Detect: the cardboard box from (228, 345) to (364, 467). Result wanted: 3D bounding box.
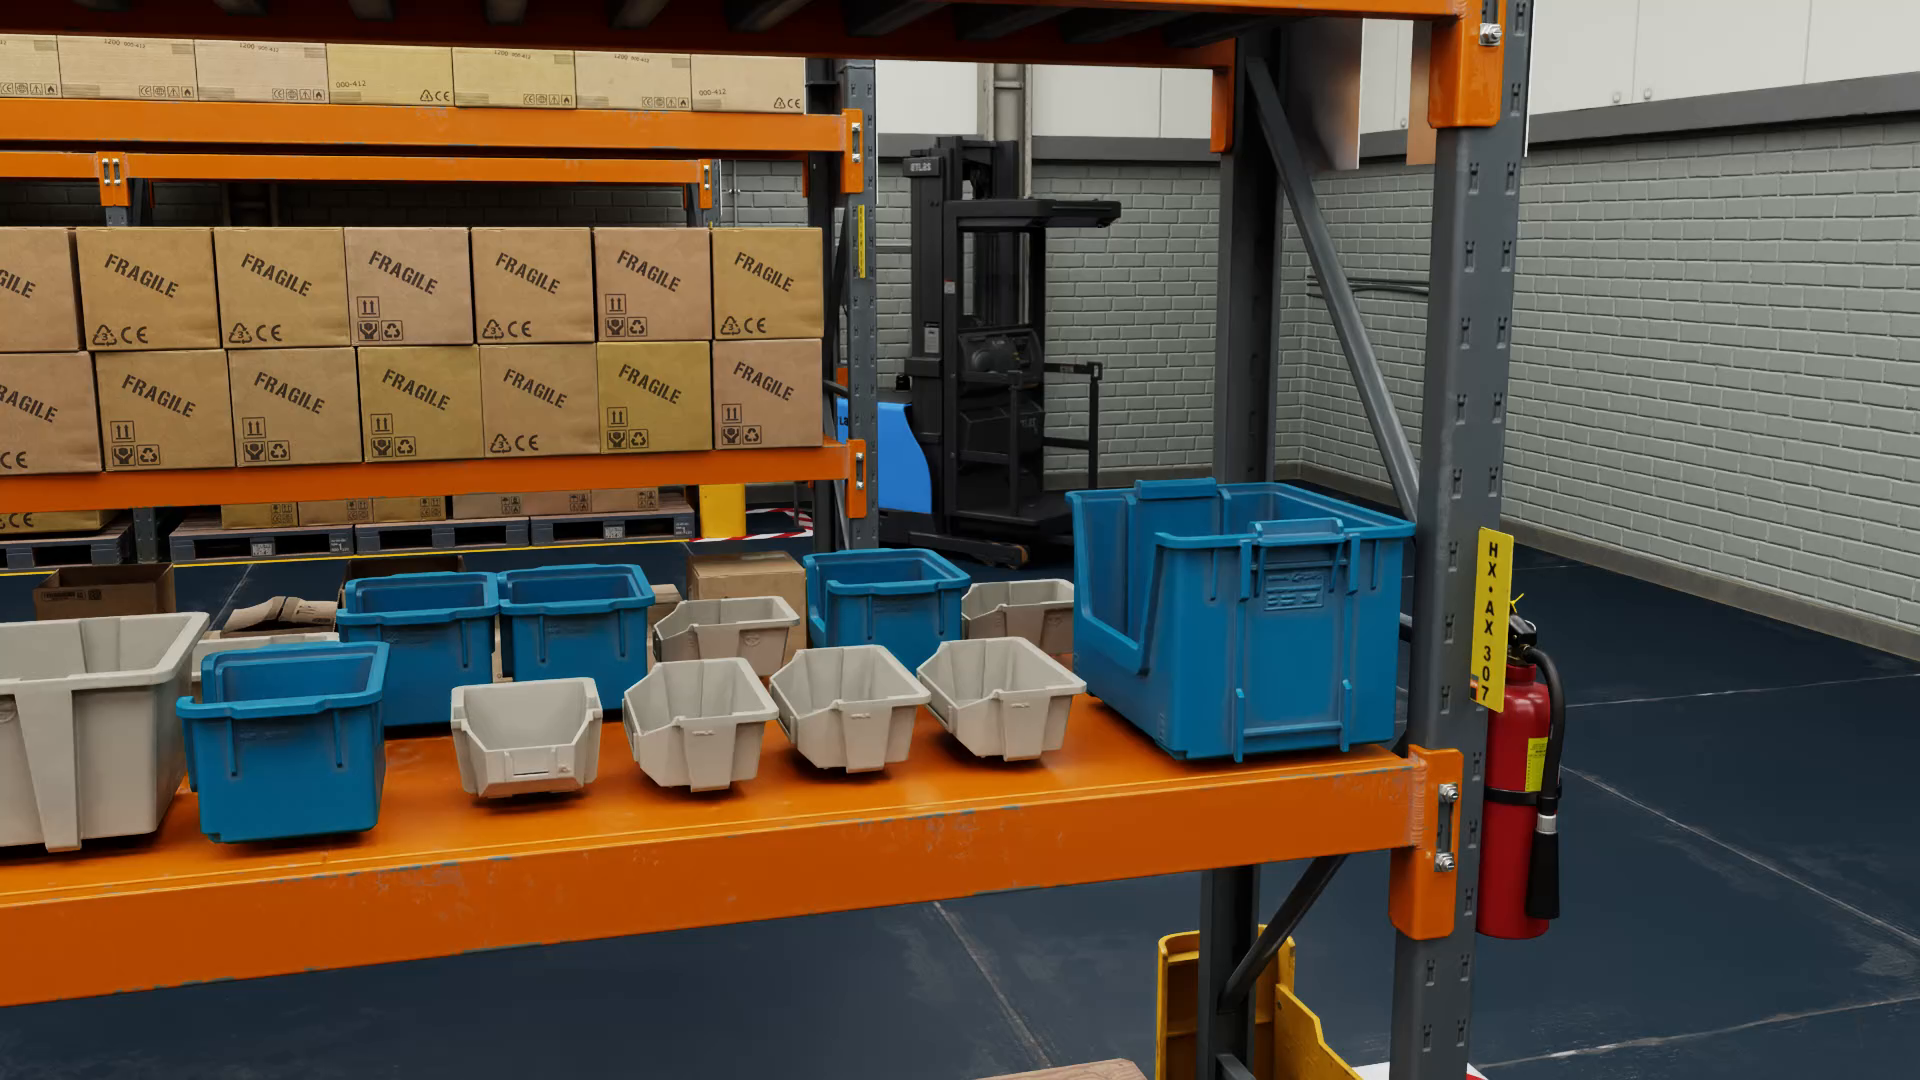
[{"bbox_3d":[-2.887,-0.608,7.287,0.500,0.500,0.500,-3,11,-16],"label":"cardboard box"}]

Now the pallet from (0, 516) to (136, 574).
[{"bbox_3d":[-6.532,0.034,11.780,1.213,0.211,1.003,-3,11,-16],"label":"pallet"}]

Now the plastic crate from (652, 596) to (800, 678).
[{"bbox_3d":[-0.514,0.222,3.620,0.298,0.136,0.250,-3,11,-16],"label":"plastic crate"}]

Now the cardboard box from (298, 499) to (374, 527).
[{"bbox_3d":[-4.583,-0.412,12.243,0.500,0.500,0.700,-3,11,-17],"label":"cardboard box"}]

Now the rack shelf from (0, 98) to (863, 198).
[{"bbox_3d":[-2.504,-1.751,7.477,4.000,0.370,1.077,-3,11,-16],"label":"rack shelf"}]

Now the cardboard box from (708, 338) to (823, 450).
[{"bbox_3d":[-0.938,-0.710,7.844,0.500,0.500,0.500,-3,11,-14],"label":"cardboard box"}]

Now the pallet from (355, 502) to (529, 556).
[{"bbox_3d":[-3.887,-0.106,12.537,1.213,0.211,1.003,-3,11,-16],"label":"pallet"}]

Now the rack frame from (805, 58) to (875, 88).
[{"bbox_3d":[-0.584,-3.682,7.690,0.127,3.000,1.000,-3,11,-16],"label":"rack frame"}]

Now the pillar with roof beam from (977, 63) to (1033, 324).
[{"bbox_3d":[1.582,-4.081,9.861,0.400,9.000,9.100,-3,11,-16],"label":"pillar with roof beam"}]

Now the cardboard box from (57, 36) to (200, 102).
[{"bbox_3d":[-3.407,-1.936,6.910,0.500,0.250,0.500,-3,11,-16],"label":"cardboard box"}]

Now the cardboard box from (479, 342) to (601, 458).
[{"bbox_3d":[-1.916,-0.659,7.566,0.500,0.500,0.500,-3,11,-15],"label":"cardboard box"}]

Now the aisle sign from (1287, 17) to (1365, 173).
[{"bbox_3d":[0.783,-1.204,3.620,0.004,0.787,0.394,-3,11,-16],"label":"aisle sign"}]

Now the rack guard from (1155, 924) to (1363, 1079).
[{"bbox_3d":[0.816,1.356,3.800,0.348,0.500,1.175,-3,11,-16],"label":"rack guard"}]

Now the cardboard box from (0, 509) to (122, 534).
[{"bbox_3d":[-6.400,-0.484,11.666,0.750,0.750,0.750,-3,11,-15],"label":"cardboard box"}]

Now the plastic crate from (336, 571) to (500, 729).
[{"bbox_3d":[-1.084,0.220,3.364,0.300,0.233,0.416,-3,11,-16],"label":"plastic crate"}]

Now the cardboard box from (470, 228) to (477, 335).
[{"bbox_3d":[-2.553,-1.217,7.837,0.500,0.500,0.500,-3,11,-16],"label":"cardboard box"}]

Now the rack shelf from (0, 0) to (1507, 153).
[{"bbox_3d":[-1.123,-0.890,2.799,4.000,0.370,1.077,-3,11,-16],"label":"rack shelf"}]

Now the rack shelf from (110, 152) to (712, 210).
[{"bbox_3d":[-3.892,-2.612,12.154,4.000,0.370,1.077,-3,11,-16],"label":"rack shelf"}]

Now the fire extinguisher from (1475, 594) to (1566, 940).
[{"bbox_3d":[1.069,0.423,3.208,0.183,0.674,0.296,-3,11,-16],"label":"fire extinguisher"}]

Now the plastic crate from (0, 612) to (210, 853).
[{"bbox_3d":[-1.526,0.316,2.707,0.530,0.282,0.437,-3,11,-16],"label":"plastic crate"}]

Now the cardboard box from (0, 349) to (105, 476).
[{"bbox_3d":[-3.859,-0.556,7.008,0.500,0.500,0.500,-3,11,-14],"label":"cardboard box"}]

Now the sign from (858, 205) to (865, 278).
[{"bbox_3d":[-0.448,-1.359,7.571,0.005,0.325,0.100,-3,11,-16],"label":"sign"}]

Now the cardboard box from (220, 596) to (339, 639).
[{"bbox_3d":[-3.237,0.461,7.968,0.500,0.311,0.500,-3,11,-16],"label":"cardboard box"}]

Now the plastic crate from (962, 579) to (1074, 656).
[{"bbox_3d":[0.137,0.187,3.807,0.298,0.136,0.250,-3,11,-16],"label":"plastic crate"}]

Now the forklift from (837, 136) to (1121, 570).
[{"bbox_3d":[0.462,-1.347,11.766,3.031,2.935,1.130,8,13,37],"label":"forklift"}]

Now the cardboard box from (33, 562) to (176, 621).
[{"bbox_3d":[-3.957,0.406,7.745,0.500,0.500,0.500,-3,11,-16],"label":"cardboard box"}]

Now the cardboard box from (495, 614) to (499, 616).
[{"bbox_3d":[-2.145,0.434,8.286,0.500,0.250,0.500,-3,11,-16],"label":"cardboard box"}]

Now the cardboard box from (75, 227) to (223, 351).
[{"bbox_3d":[-3.398,-1.071,7.041,0.500,0.500,0.500,-3,11,-18],"label":"cardboard box"}]

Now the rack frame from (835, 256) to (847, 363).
[{"bbox_3d":[-0.833,-1.186,13.187,0.400,2.100,0.015,9,14,40],"label":"rack frame"}]

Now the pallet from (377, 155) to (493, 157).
[{"bbox_3d":[-3.855,-2.922,12.094,1.213,0.211,1.003,-3,11,-16],"label":"pallet"}]

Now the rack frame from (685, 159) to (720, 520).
[{"bbox_3d":[-1.972,-1.592,12.910,0.127,3.000,1.000,-3,11,-16],"label":"rack frame"}]

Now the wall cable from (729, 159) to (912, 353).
[{"bbox_3d":[-1.007,-2.321,14.063,1.851,1.984,0.084,-3,11,-16],"label":"wall cable"}]

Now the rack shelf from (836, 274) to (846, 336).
[{"bbox_3d":[-0.992,-1.827,12.880,0.431,0.518,0.480,9,14,40],"label":"rack shelf"}]

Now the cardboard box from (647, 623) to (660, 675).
[{"bbox_3d":[-1.451,0.521,8.042,0.250,0.166,0.380,-3,11,-16],"label":"cardboard box"}]

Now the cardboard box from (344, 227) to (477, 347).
[{"bbox_3d":[-2.409,-1.123,7.324,0.500,0.500,0.500,-3,11,-14],"label":"cardboard box"}]

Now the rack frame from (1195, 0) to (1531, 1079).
[{"bbox_3d":[0.798,0.131,3.552,0.053,2.616,0.949,-3,11,-16],"label":"rack frame"}]

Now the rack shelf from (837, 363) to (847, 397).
[{"bbox_3d":[-0.992,-1.139,13.007,0.431,0.518,0.480,9,14,40],"label":"rack shelf"}]

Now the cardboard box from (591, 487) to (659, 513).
[{"bbox_3d":[-2.616,-0.517,12.812,0.500,0.500,0.700,-3,11,-16],"label":"cardboard box"}]

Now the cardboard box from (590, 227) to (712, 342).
[{"bbox_3d":[-1.419,-1.176,7.612,0.500,0.500,0.500,-3,11,-14],"label":"cardboard box"}]

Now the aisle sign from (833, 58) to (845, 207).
[{"bbox_3d":[-0.600,-2.064,8.294,0.004,0.787,0.394,-3,11,-16],"label":"aisle sign"}]

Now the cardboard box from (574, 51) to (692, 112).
[{"bbox_3d":[-1.487,-2.037,7.458,0.500,0.250,0.500,-3,11,-16],"label":"cardboard box"}]

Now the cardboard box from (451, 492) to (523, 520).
[{"bbox_3d":[-3.579,-0.466,12.535,0.500,0.500,0.700,-3,11,-18],"label":"cardboard box"}]

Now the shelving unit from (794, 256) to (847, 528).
[{"bbox_3d":[-0.992,-1.152,13.004,0.431,2.100,0.503,9,14,40],"label":"shelving unit"}]

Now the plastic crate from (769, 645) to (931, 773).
[{"bbox_3d":[-0.218,0.315,3.113,0.243,0.136,0.396,-3,11,-16],"label":"plastic crate"}]

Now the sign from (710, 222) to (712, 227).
[{"bbox_3d":[-1.834,-2.183,12.268,0.005,0.325,0.100,-3,11,-16],"label":"sign"}]

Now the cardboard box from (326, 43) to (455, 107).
[{"bbox_3d":[-2.448,-1.987,7.186,0.500,0.250,0.500,-3,11,-16],"label":"cardboard box"}]

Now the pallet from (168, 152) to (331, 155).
[{"bbox_3d":[-5.024,-2.861,11.762,1.213,0.211,1.003,-3,11,-16],"label":"pallet"}]

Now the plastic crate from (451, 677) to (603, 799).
[{"bbox_3d":[-0.757,0.352,2.914,0.250,0.136,0.298,-3,11,-16],"label":"plastic crate"}]
